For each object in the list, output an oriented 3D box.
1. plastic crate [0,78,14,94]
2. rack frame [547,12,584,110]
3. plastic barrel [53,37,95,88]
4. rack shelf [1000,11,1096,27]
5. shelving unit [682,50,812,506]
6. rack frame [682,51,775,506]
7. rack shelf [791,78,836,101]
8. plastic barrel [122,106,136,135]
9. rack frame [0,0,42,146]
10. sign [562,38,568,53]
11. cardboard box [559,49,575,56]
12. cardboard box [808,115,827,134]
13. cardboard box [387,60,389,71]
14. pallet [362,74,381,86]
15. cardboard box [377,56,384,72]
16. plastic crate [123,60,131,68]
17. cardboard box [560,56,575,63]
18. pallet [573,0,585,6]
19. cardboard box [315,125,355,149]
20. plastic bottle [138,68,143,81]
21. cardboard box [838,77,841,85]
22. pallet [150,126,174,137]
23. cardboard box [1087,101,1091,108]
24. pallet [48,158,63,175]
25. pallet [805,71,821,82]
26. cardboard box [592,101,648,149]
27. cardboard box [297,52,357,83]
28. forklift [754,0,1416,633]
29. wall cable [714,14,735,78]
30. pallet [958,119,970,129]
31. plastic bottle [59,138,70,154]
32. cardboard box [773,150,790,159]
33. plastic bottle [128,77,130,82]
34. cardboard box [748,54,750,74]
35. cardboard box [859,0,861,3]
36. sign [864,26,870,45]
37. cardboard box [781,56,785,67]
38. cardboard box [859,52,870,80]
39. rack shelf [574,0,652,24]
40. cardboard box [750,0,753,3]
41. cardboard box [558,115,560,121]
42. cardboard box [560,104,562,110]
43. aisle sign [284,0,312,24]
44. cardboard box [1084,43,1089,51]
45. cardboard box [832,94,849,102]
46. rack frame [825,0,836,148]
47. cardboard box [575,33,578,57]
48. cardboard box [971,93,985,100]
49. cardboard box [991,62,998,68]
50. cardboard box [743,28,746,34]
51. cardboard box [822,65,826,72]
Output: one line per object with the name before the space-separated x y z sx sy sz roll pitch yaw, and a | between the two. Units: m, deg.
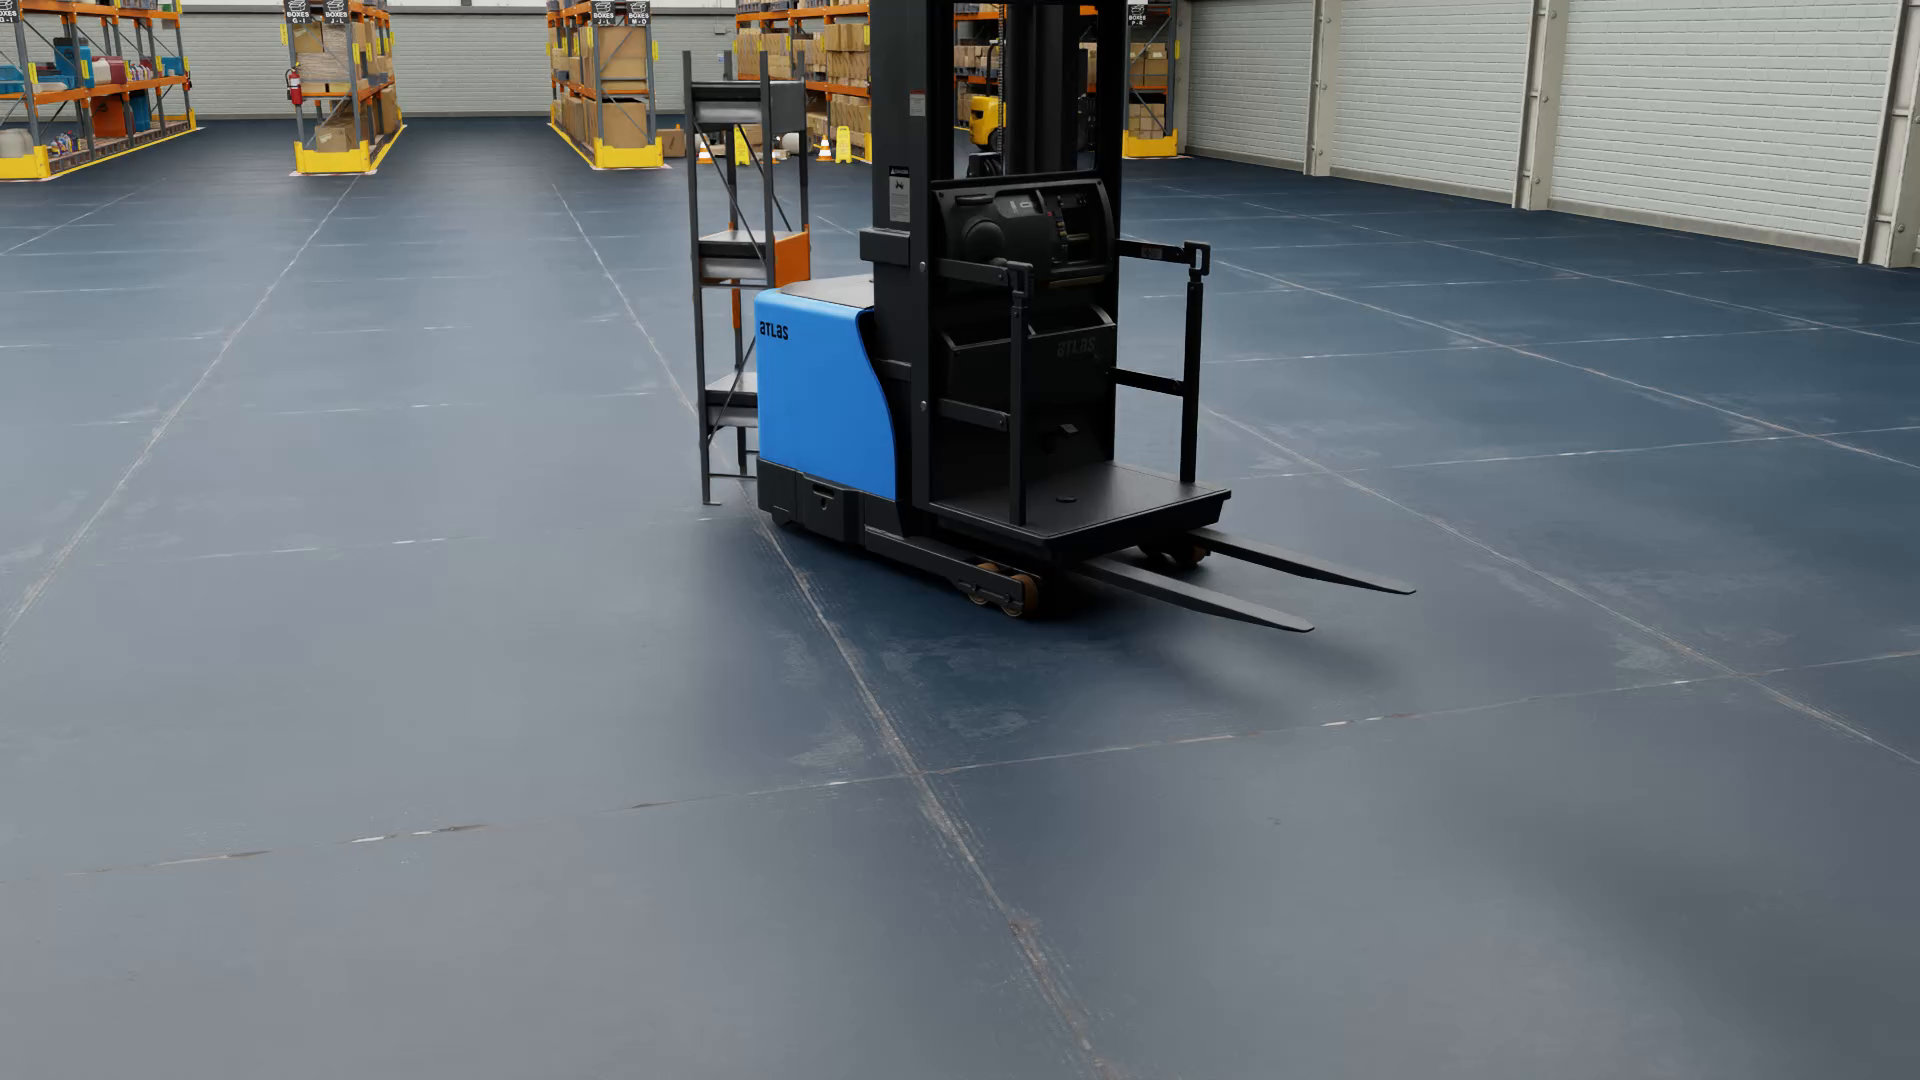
plastic crate | -16.043 -7.557 27.655 0.499 0.251 0.408 -5 17 -15
rack frame | -10.283 -12.515 43.901 1.000 3.000 0.127 -5 17 -15
plastic barrel | -16.359 -8.811 30.699 0.600 0.901 0.708 -5 17 -15
rack shelf | 1.968 -11.654 37.071 1.077 0.370 4.000 -5 17 -15
shelving unit | -0.984 -1.233 7.904 0.431 2.100 0.503 4 17 14
rack frame | -1.044 -1.165 7.678 0.400 2.100 0.015 4 17 14
rack shelf | -2.803 -9.824 36.192 1.077 0.370 4.000 -5 17 -15
plastic barrel | -18.105 -9.039 35.791 0.600 0.588 0.708 -5 17 -15
rack frame | -15.445 -7.333 26.652 1.000 3.000 0.127 -5 17 -15
sign | -8.604 -10.773 36.228 0.100 0.325 0.005 -5 17 -15
cardboard box | -8.660 -10.767 36.755 0.380 0.149 0.250 -5 18 -17
cardboard box | -2.794 -9.093 36.348 0.950 0.372 0.625 -4 17 -13
cardboard box | -13.990 -11.404 39.945 0.500 0.250 0.500 -5 17 -16
pallet | -11.852 -8.963 32.408 1.003 0.211 1.213 -5 17 -15
cardboard box | -13.177 -10.564 37.233 0.500 0.500 0.500 -5 17 -15
plastic crate | -19.199 -10.776 38.036 0.392 0.384 0.575 -5 17 -15
cardboard box | -8.658 -10.626 36.803 0.380 0.149 0.250 -4 17 -14
pallet | -7.285 -10.790 33.278 0.805 0.209 1.217 -5 18 -17
cardboard box | -11.036 -7.066 29.375 0.500 0.500 0.500 0 17 -1
plastic bottle | -18.048 -10.232 36.517 0.152 0.276 0.135 -5 17 -15
cardboard box | -2.219 -9.174 33.216 0.380 0.149 0.250 -4 17 -14
pallet | -18.982 -9.518 38.770 1.003 0.211 1.213 -5 17 -15
cardboard box | 2.764 -8.788 33.806 0.500 0.250 0.500 -5 17 -16
pallet | -15.729 -6.240 27.860 1.003 0.211 1.213 -5 17 -15
pallet | -2.770 -10.085 36.146 1.003 0.211 1.213 -5 17 -15
cardboard box | -6.136 -7.455 30.020 0.875 0.875 0.875 -5 17 -15
cardboard box | -10.808 -8.070 28.412 0.875 0.500 0.500 -5 17 -15
forklift | 0.414 -1.269 6.583 1.130 2.935 3.031 -14 22 -39
wall cable | -7.124 -14.994 50.333 0.585 1.953 0.123 -5 17 -15
pallet | 0.579 -10.664 42.586 1.003 0.211 1.213 -5 17 -15
plastic bottle | -15.908 -7.003 29.522 0.152 0.276 0.135 -4 17 -14
cardboard box | -3.457 -7.346 31.648 0.380 0.149 0.250 4 17 13
plastic bottle | -17.572 -9.804 35.080 0.061 0.283 0.133 -5 17 -15
cardboard box | -5.254 -12.410 43.377 0.500 0.500 0.500 -4 17 -13
cardboard box | -1.662 -10.044 30.898 0.380 0.149 0.250 -4 17 -14
sign | -1.694 -9.176 30.224 0.100 0.325 0.005 -5 17 -15
cardboard box | -3.875 -11.144 38.730 0.500 0.250 0.500 -5 17 -17
cardboard box | -1.568 -8.827 30.934 0.500 0.500 0.500 -5 17 -16
rack shelf | -6.436 -9.735 30.681 1.077 0.370 4.000 -5 17 -15
cardboard box | -5.142 -14.098 42.881 0.500 0.500 0.500 -4 17 -14
cardboard box | -9.904 -10.612 41.792 0.380 0.149 0.250 -5 17 -15
cardboard box | -9.640 -10.675 40.966 0.380 0.149 0.250 -4 17 -15
aisle sign | -10.954 -8.929 27.445 0.394 0.787 0.004 -5 17 -15
cardboard box | 2.750 -10.048 33.869 0.380 0.149 0.250 -5 17 -15
cardboard box | -2.374 -8.945 33.636 0.380 0.149 0.250 -4 17 -14
rack frame | -2.254 -9.615 34.247 1.000 3.000 0.127 -5 17 -15
cardboard box | -7.831 -10.564 35.495 0.700 0.500 0.500 -5 17 -16
cardboard box | 0.482 -11.200 42.012 0.380 0.149 0.250 -5 17 -16
cardboard box | 0.869 -11.347 39.720 0.380 0.149 0.250 -4 17 -14
cardboard box | -5.529 -13.432 43.916 0.380 0.149 0.250 -5 18 -17
cardboard box | -2.660 -9.816 34.624 0.380 0.149 0.250 -4 17 -14
